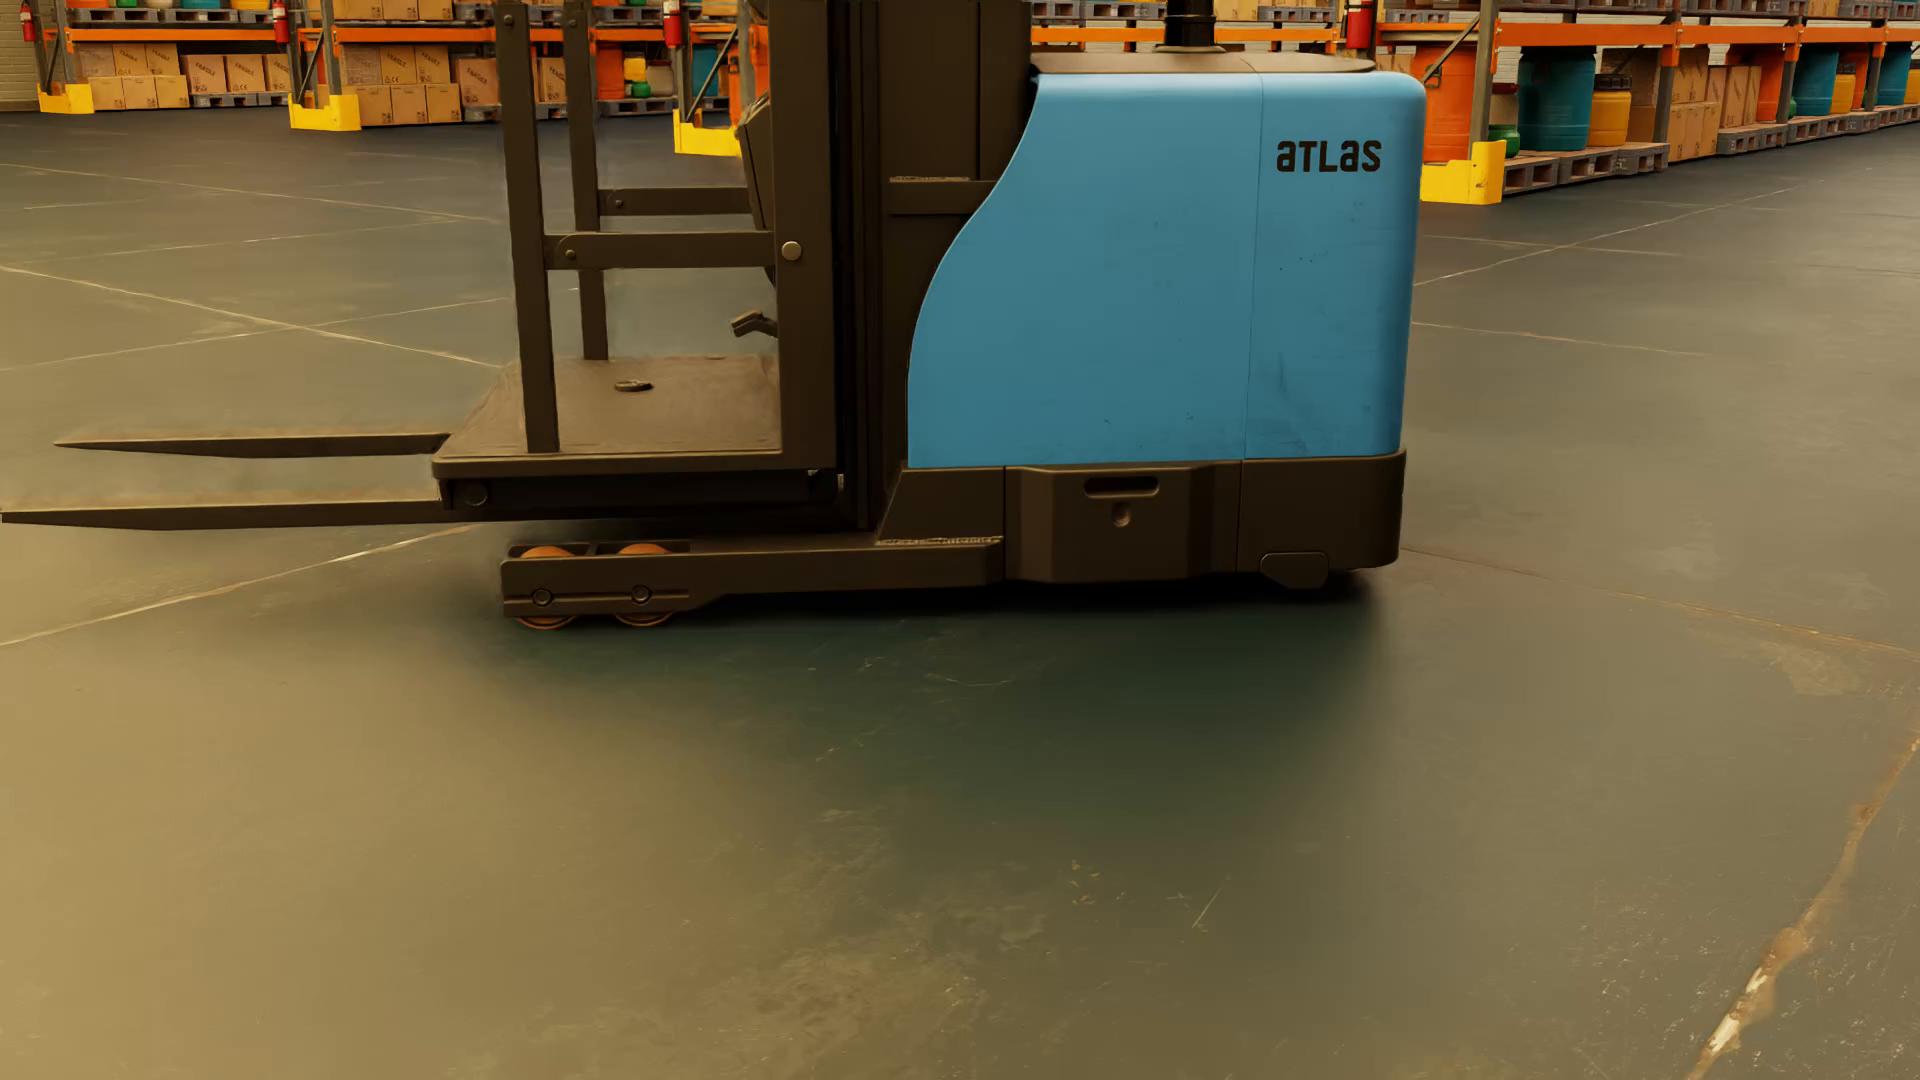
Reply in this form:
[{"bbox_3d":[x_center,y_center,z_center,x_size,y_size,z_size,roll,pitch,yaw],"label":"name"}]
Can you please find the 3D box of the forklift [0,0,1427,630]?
[{"bbox_3d":[-0.608,-1.382,3.450,3.031,2.935,1.130,-2,17,-6],"label":"forklift"}]
